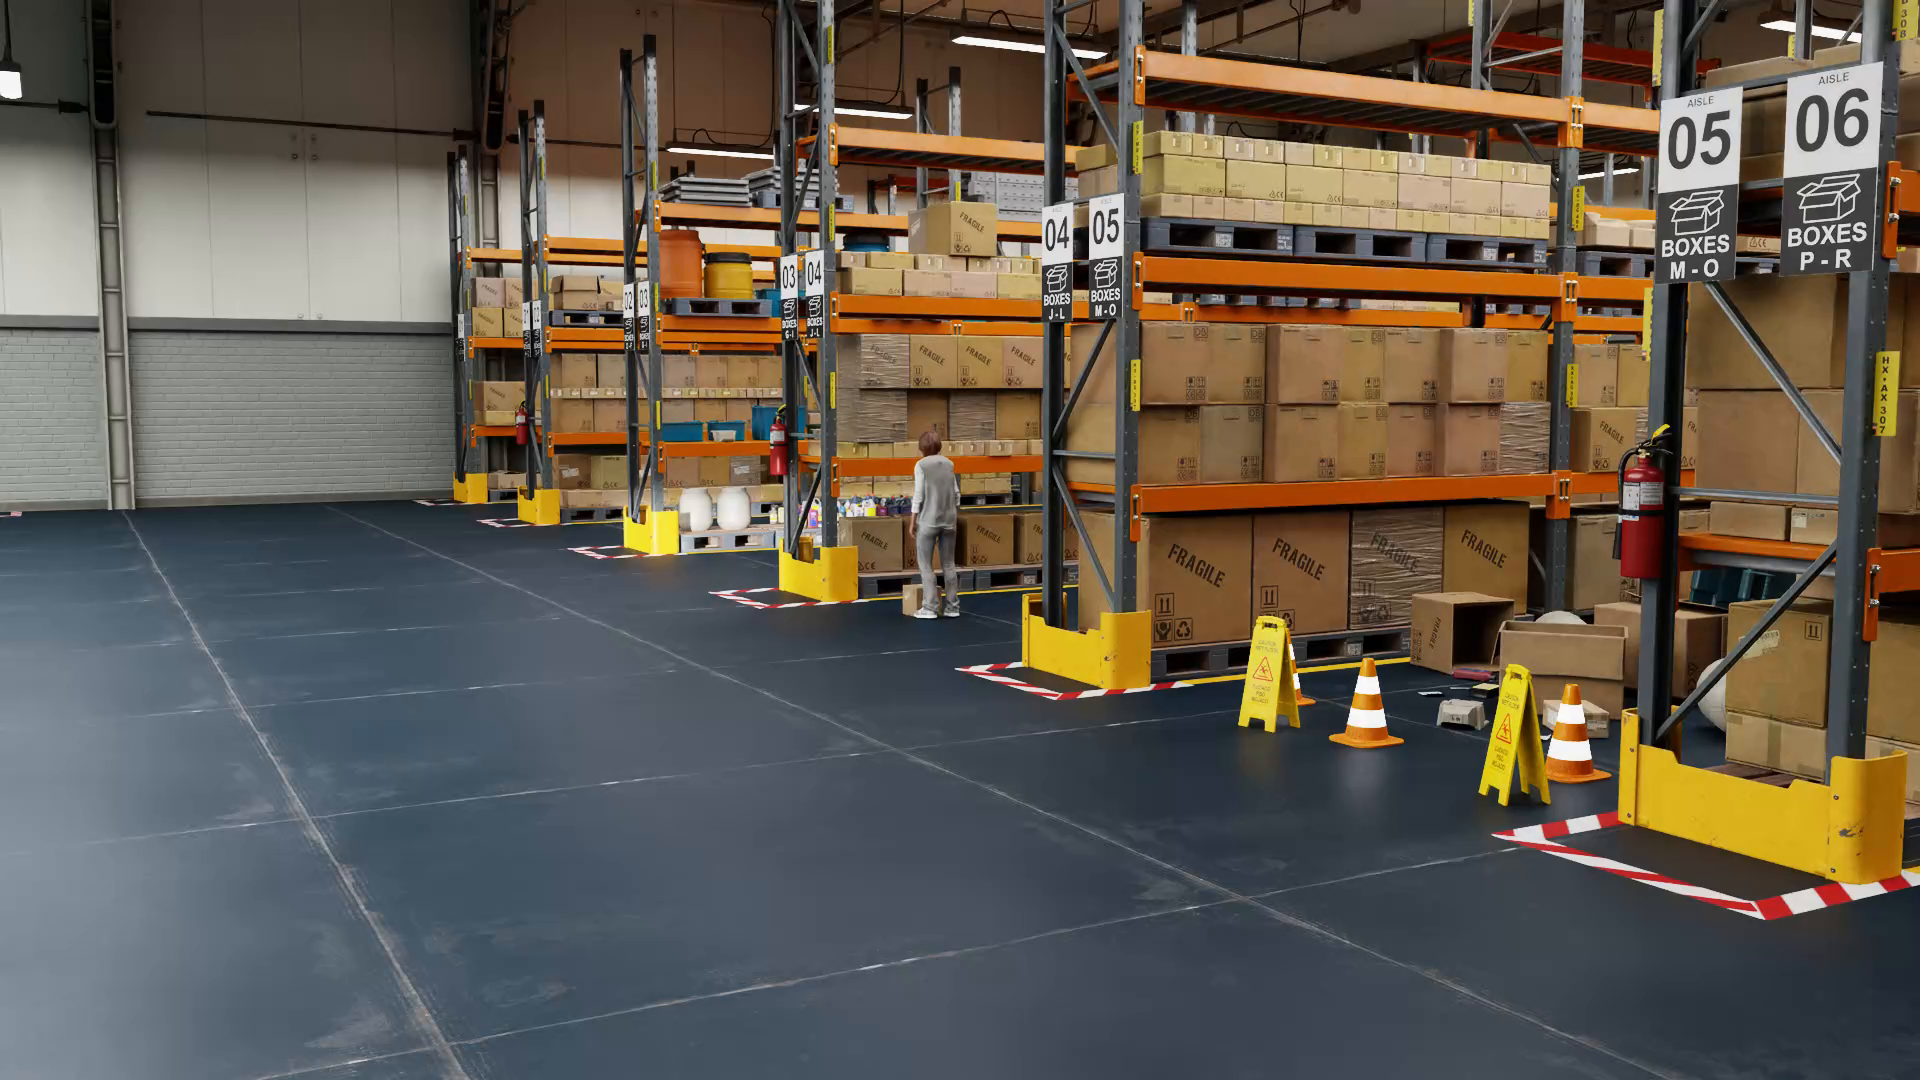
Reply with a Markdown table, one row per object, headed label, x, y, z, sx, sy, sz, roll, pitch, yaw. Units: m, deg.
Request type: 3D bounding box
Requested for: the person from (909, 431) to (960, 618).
| label | x | y | z | sx | sy | sz | roll | pitch | yaw |
| --- | --- | --- | --- | --- | --- | --- | --- | --- | --- |
| person | -0.206 | -0.128 | 14.119 | 0.485 | 1.594 | 0.341 | -3 | 6 | -32 |
